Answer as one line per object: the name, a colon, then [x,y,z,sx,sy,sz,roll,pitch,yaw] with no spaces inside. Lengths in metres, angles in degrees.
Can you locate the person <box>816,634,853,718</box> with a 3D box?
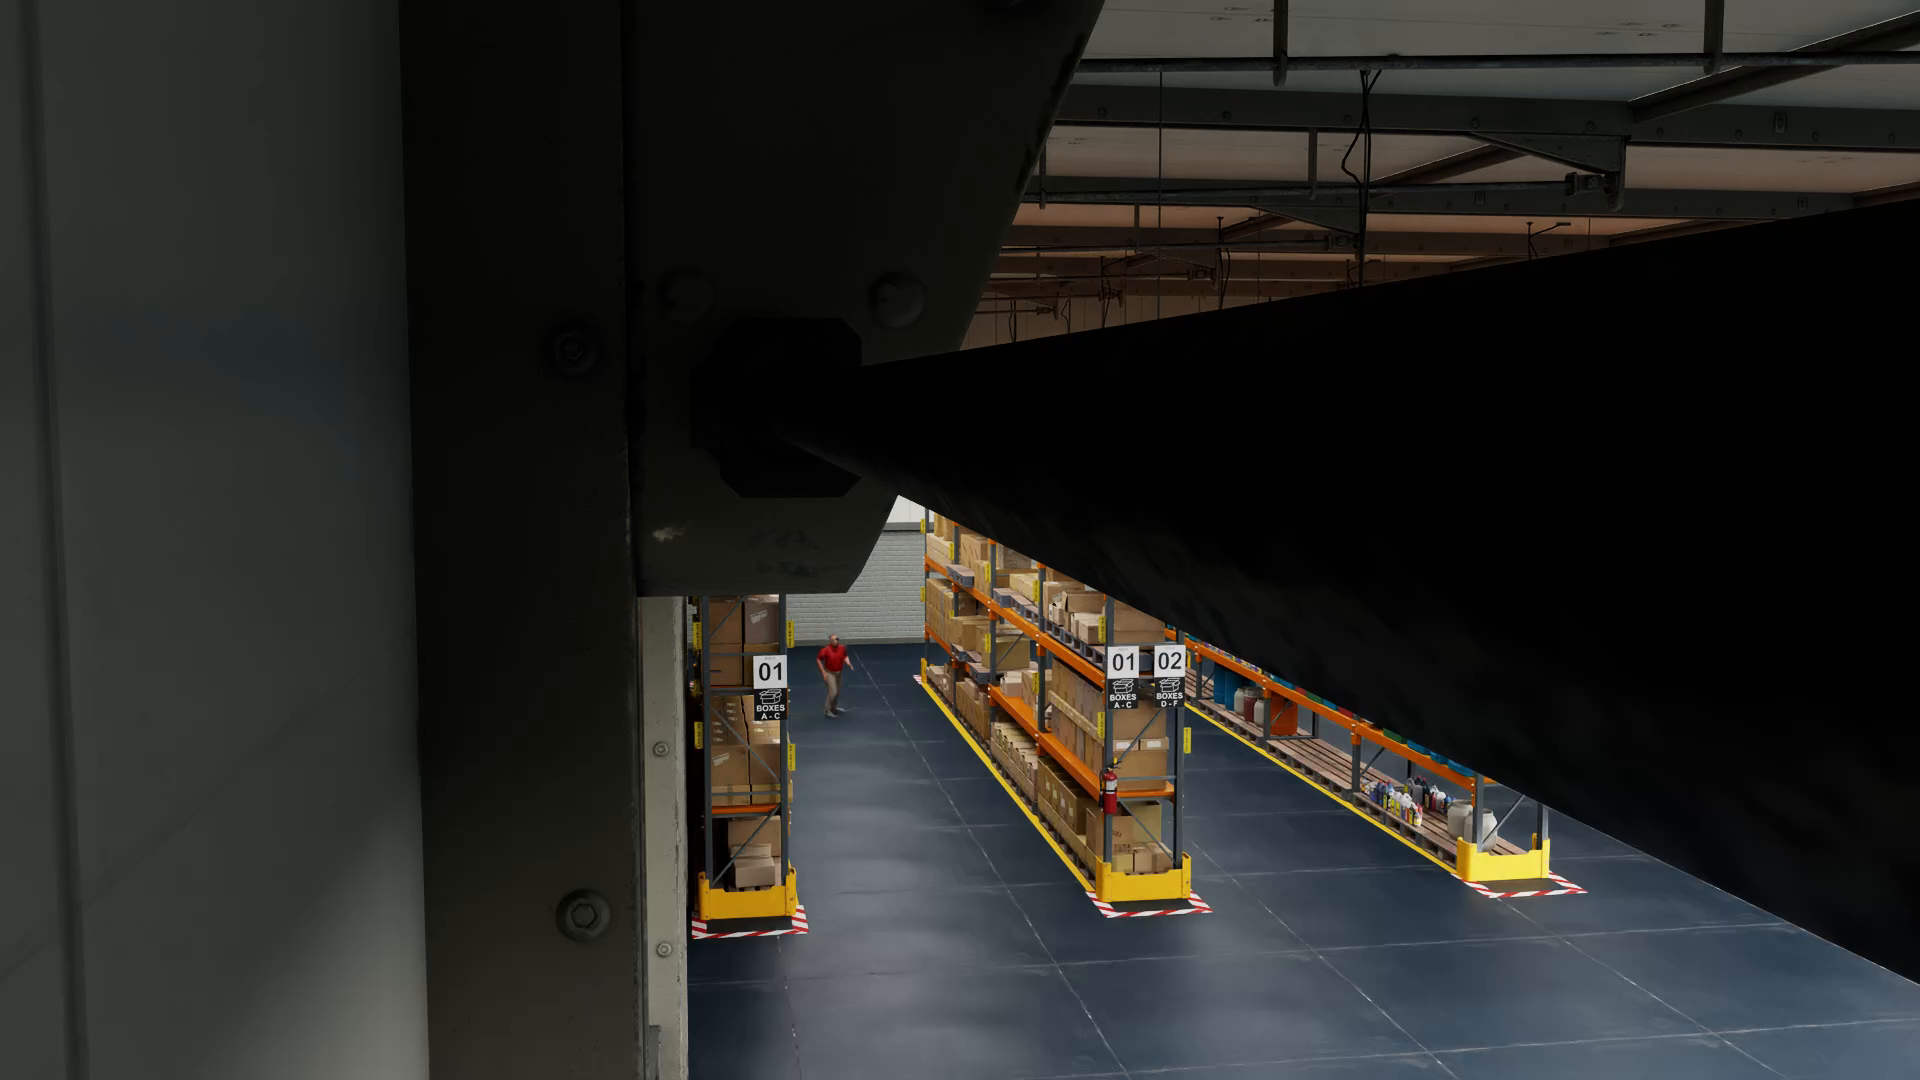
person: [-2.439,2.655,32.686,0.816,1.675,0.703,4,7,41]
